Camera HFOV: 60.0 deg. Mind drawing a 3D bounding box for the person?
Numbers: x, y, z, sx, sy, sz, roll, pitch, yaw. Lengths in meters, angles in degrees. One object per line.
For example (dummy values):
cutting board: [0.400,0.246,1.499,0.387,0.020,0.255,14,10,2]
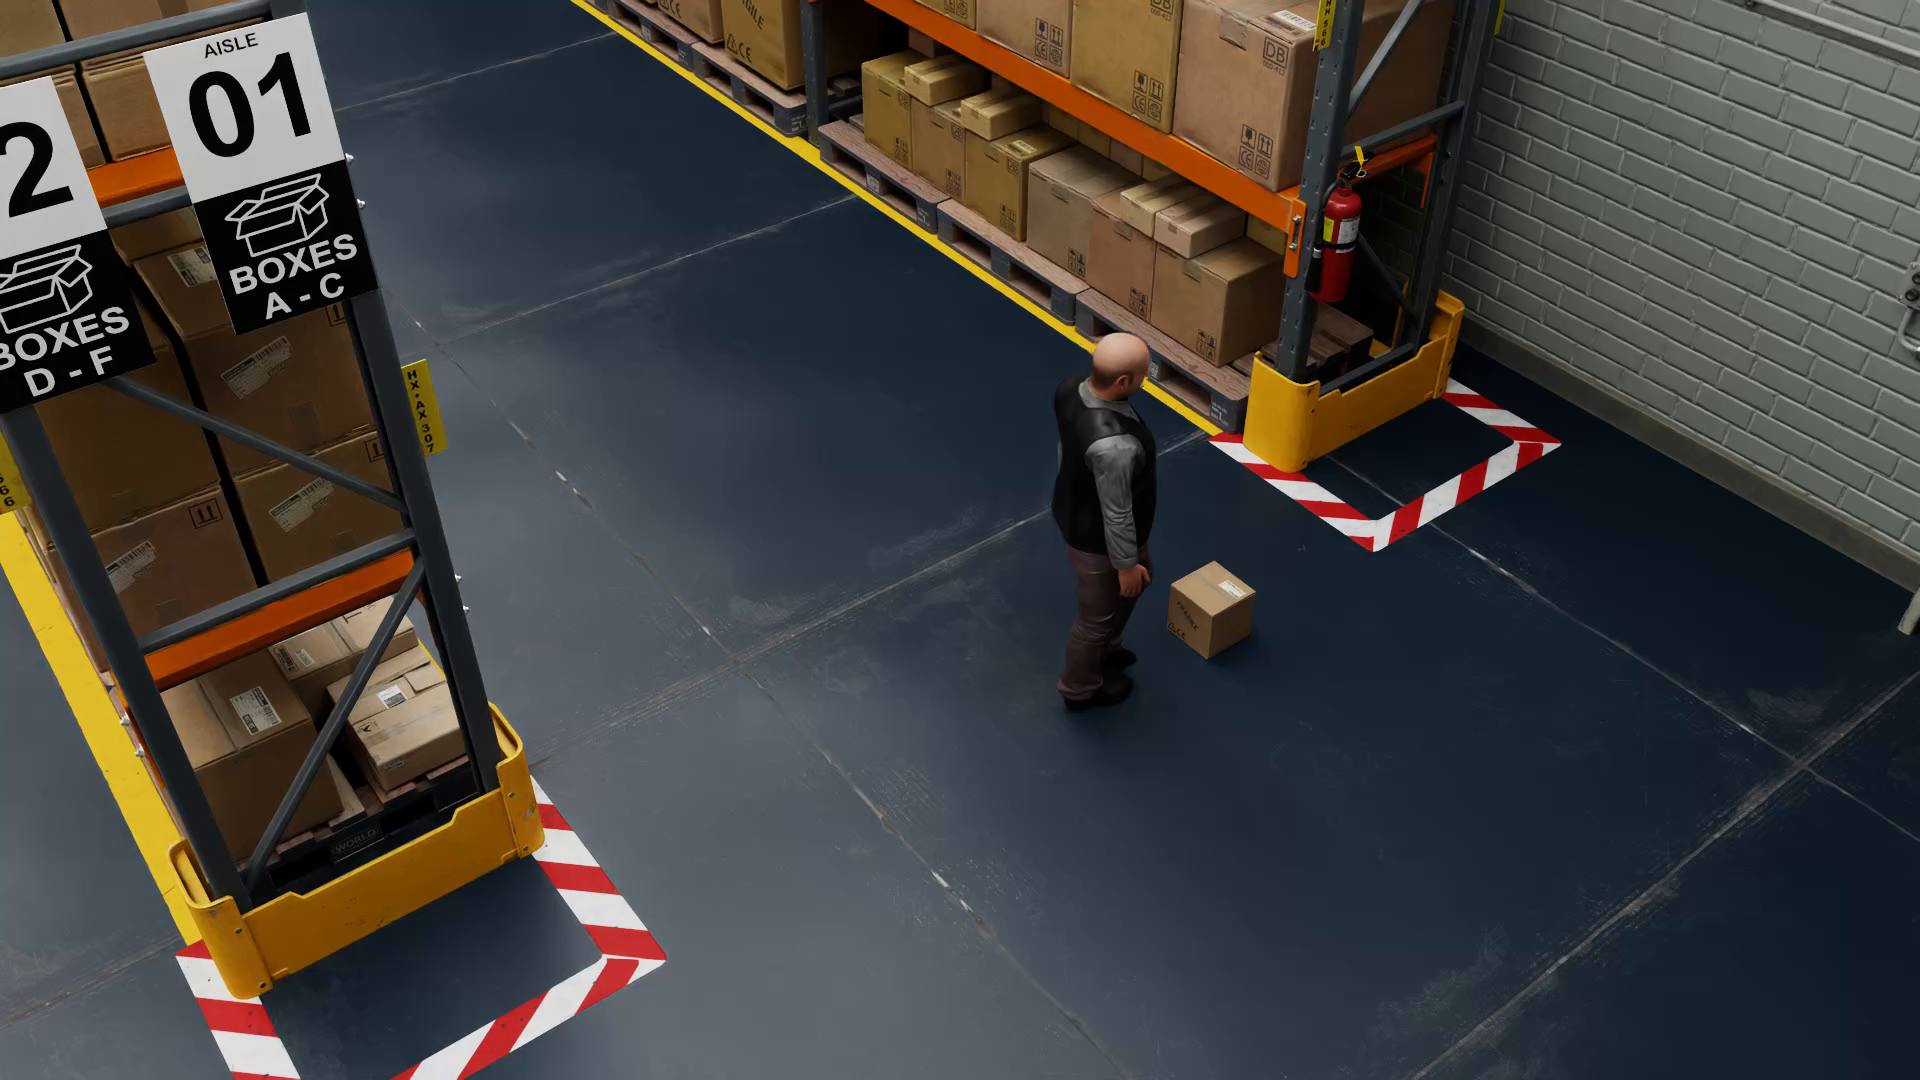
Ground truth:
person: [0.576,-0.018,6.222,0.439,1.771,0.564,-7,41,-8]
